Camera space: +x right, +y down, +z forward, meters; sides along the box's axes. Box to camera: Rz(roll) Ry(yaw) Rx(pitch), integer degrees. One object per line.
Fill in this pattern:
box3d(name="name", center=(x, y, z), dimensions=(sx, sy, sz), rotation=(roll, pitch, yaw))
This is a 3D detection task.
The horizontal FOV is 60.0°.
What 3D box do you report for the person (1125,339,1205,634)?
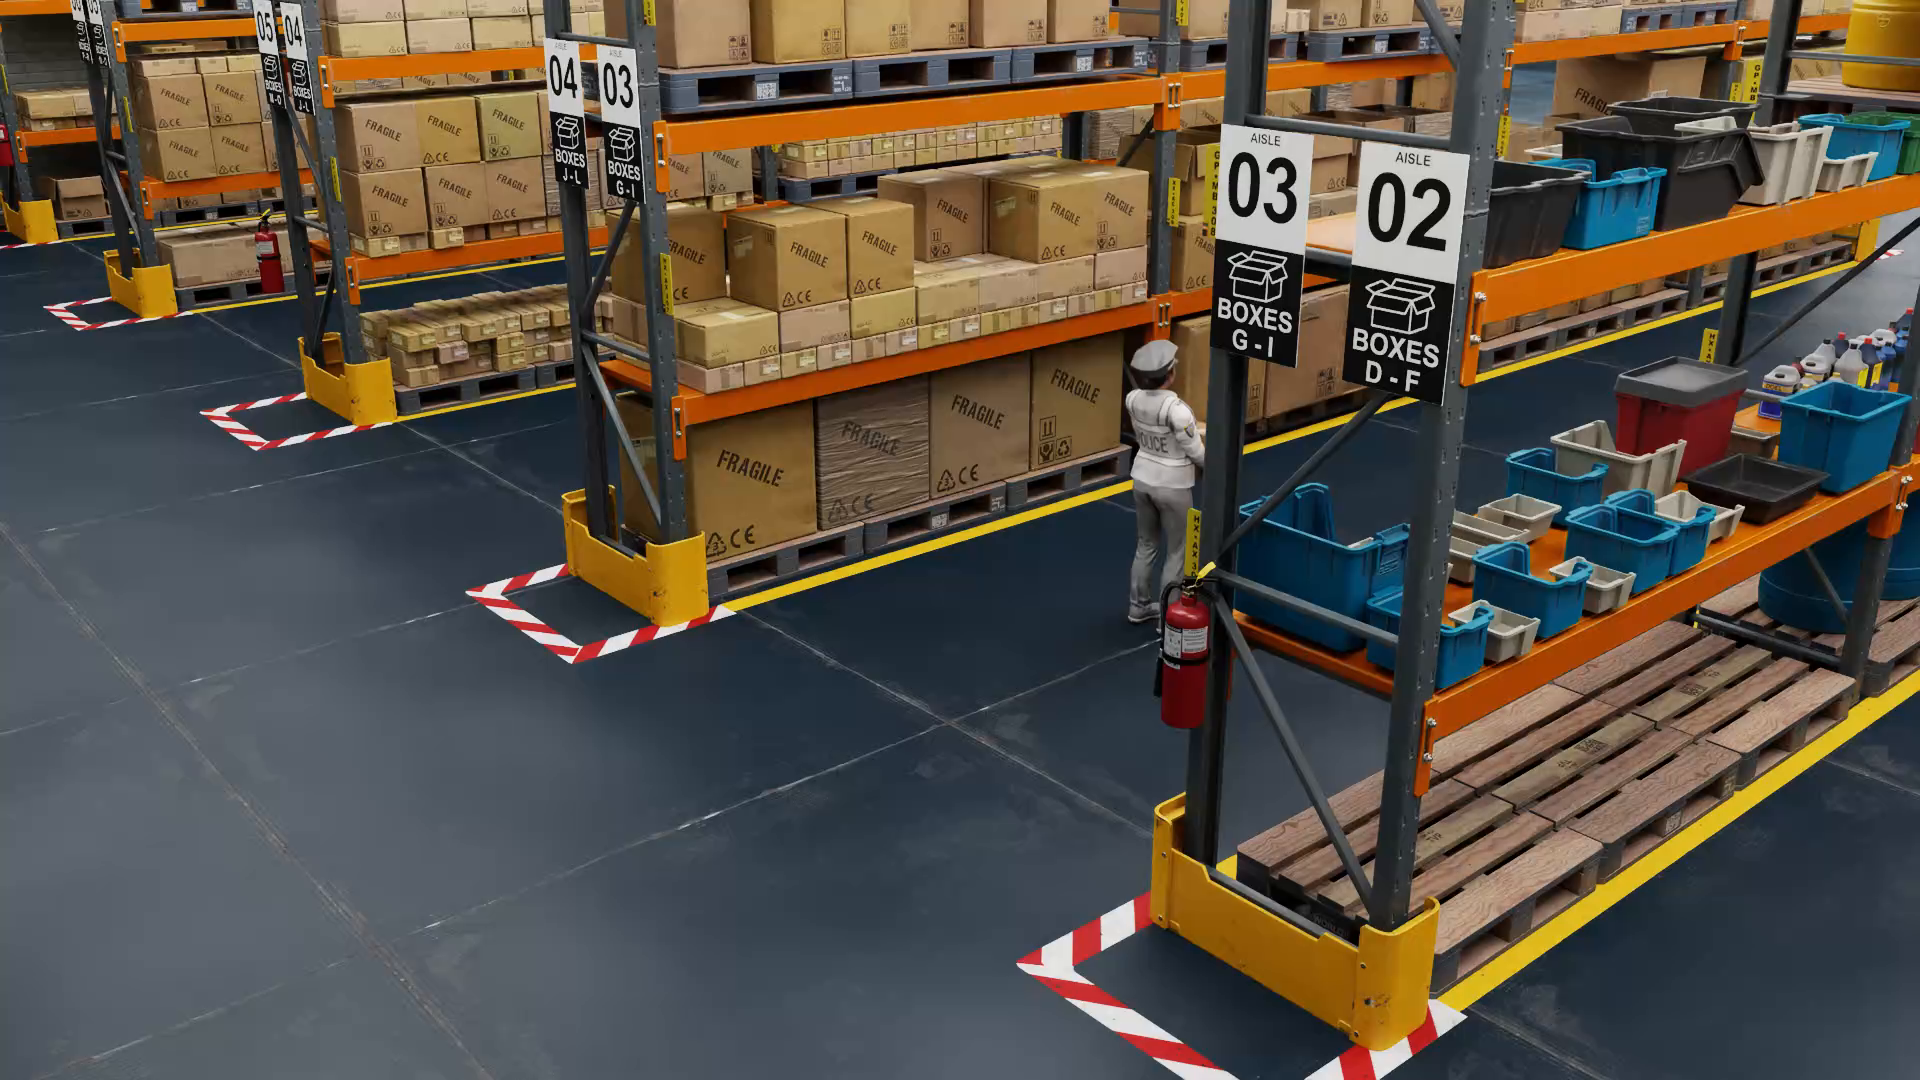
box3d(name="person", center=(1.189, -0.314, 9.359), dimensions=(0.564, 1.686, 0.460), rotation=(-17, 27, -37))
